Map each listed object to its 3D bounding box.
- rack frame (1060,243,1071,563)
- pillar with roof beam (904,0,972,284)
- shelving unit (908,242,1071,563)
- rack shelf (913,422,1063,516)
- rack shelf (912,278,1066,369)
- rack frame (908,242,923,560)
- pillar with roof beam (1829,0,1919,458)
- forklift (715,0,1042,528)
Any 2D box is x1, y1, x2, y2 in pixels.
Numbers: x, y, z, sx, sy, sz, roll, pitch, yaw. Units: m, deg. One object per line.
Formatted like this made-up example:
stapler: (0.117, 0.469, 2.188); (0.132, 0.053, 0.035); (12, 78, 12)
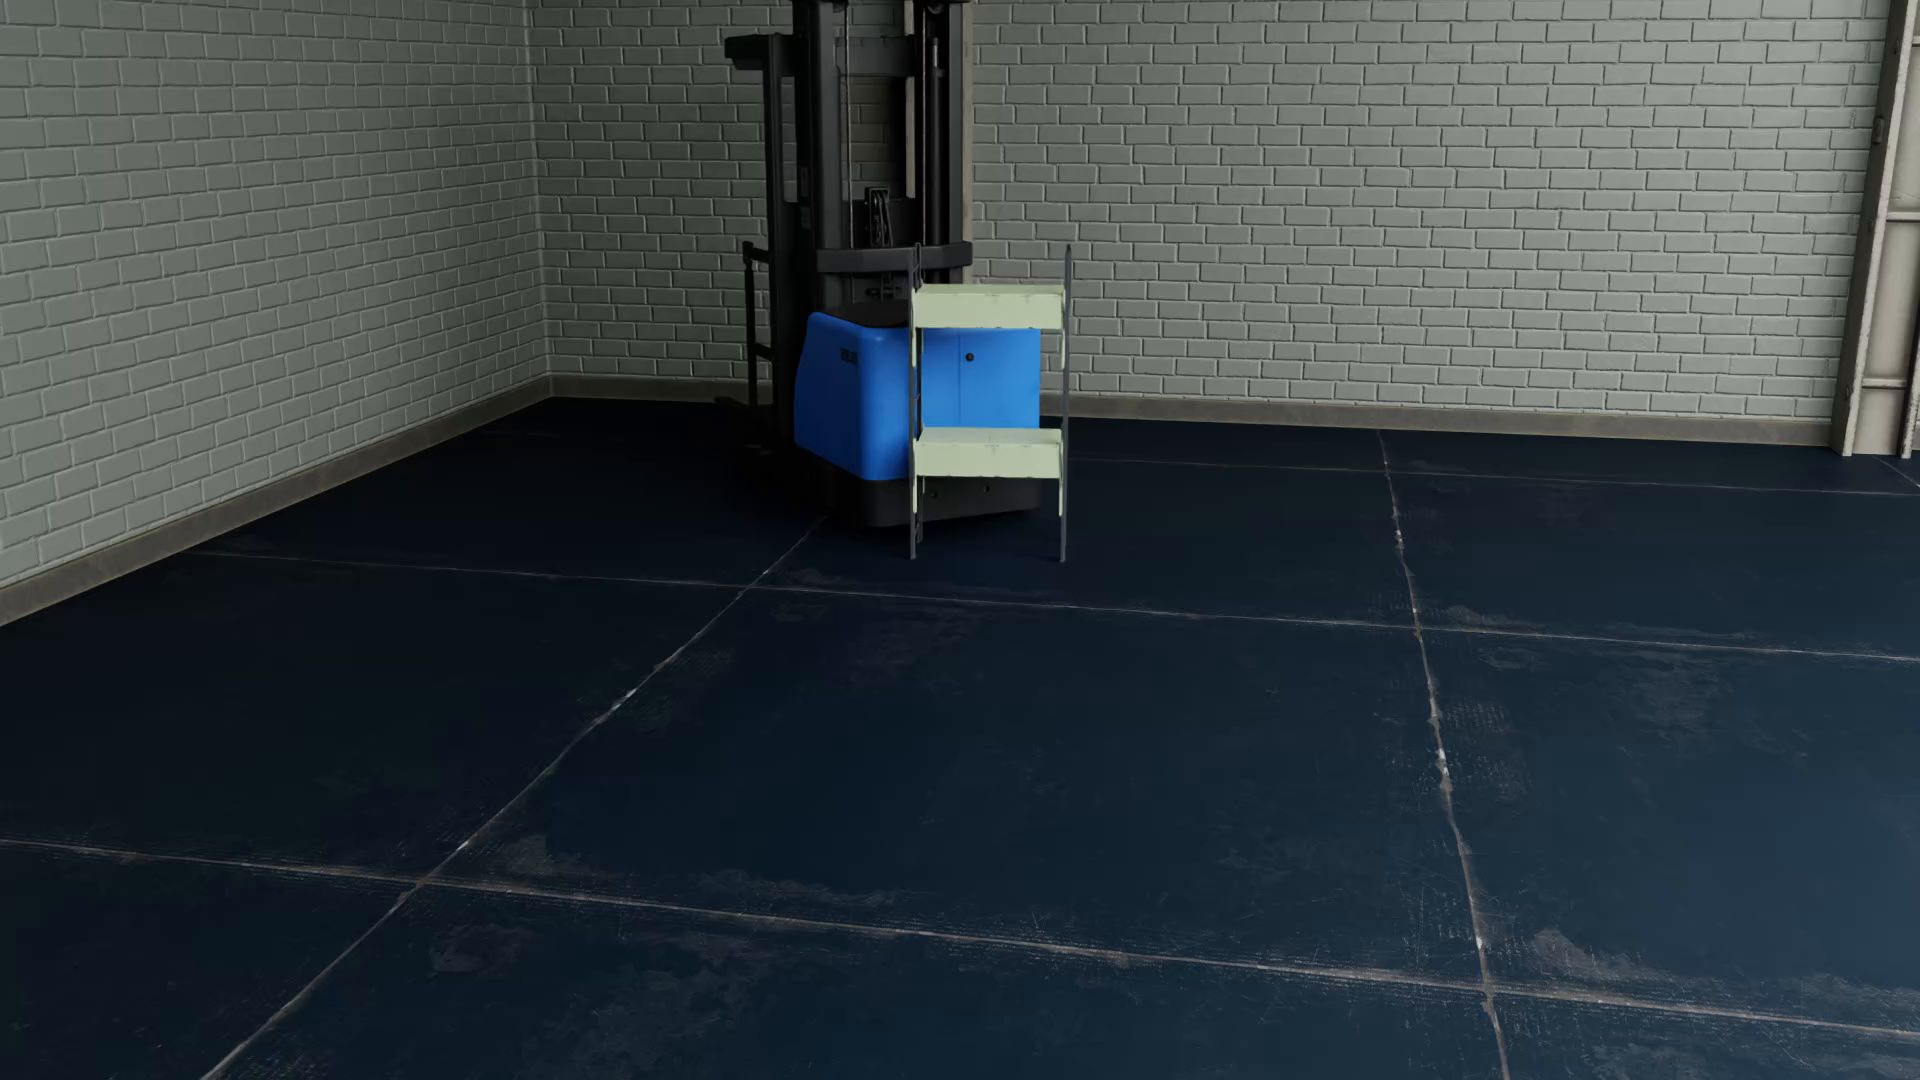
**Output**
rack frame: (0.512, -0.663, 8.075); (0.023, 1.500, 0.400); (1, 16, 4)
pillar with roof beam: (-1.000, -4.087, 6.388); (0.400, 9.000, 9.100); (3, 16, 11)
shelving unit: (0.147, -0.670, 8.100); (0.755, 1.500, 0.431); (1, 16, 4)
rack shelf: (0.147, -0.355, 8.187); (0.720, 0.370, 0.431); (1, 16, 4)
rack shelf: (0.147, -1.046, 7.996); (0.720, 0.370, 0.431); (1, 16, 4)
rack frame: (-0.218, -0.677, 8.125); (0.023, 1.500, 0.400); (1, 16, 4)
pillar with roof beam: (4.880, -3.768, 5.236); (0.400, 9.000, 9.100); (3, 16, 11)
forklift: (-0.666, -1.822, 9.580); (1.130, 2.935, 3.031); (-7, 17, -25)
